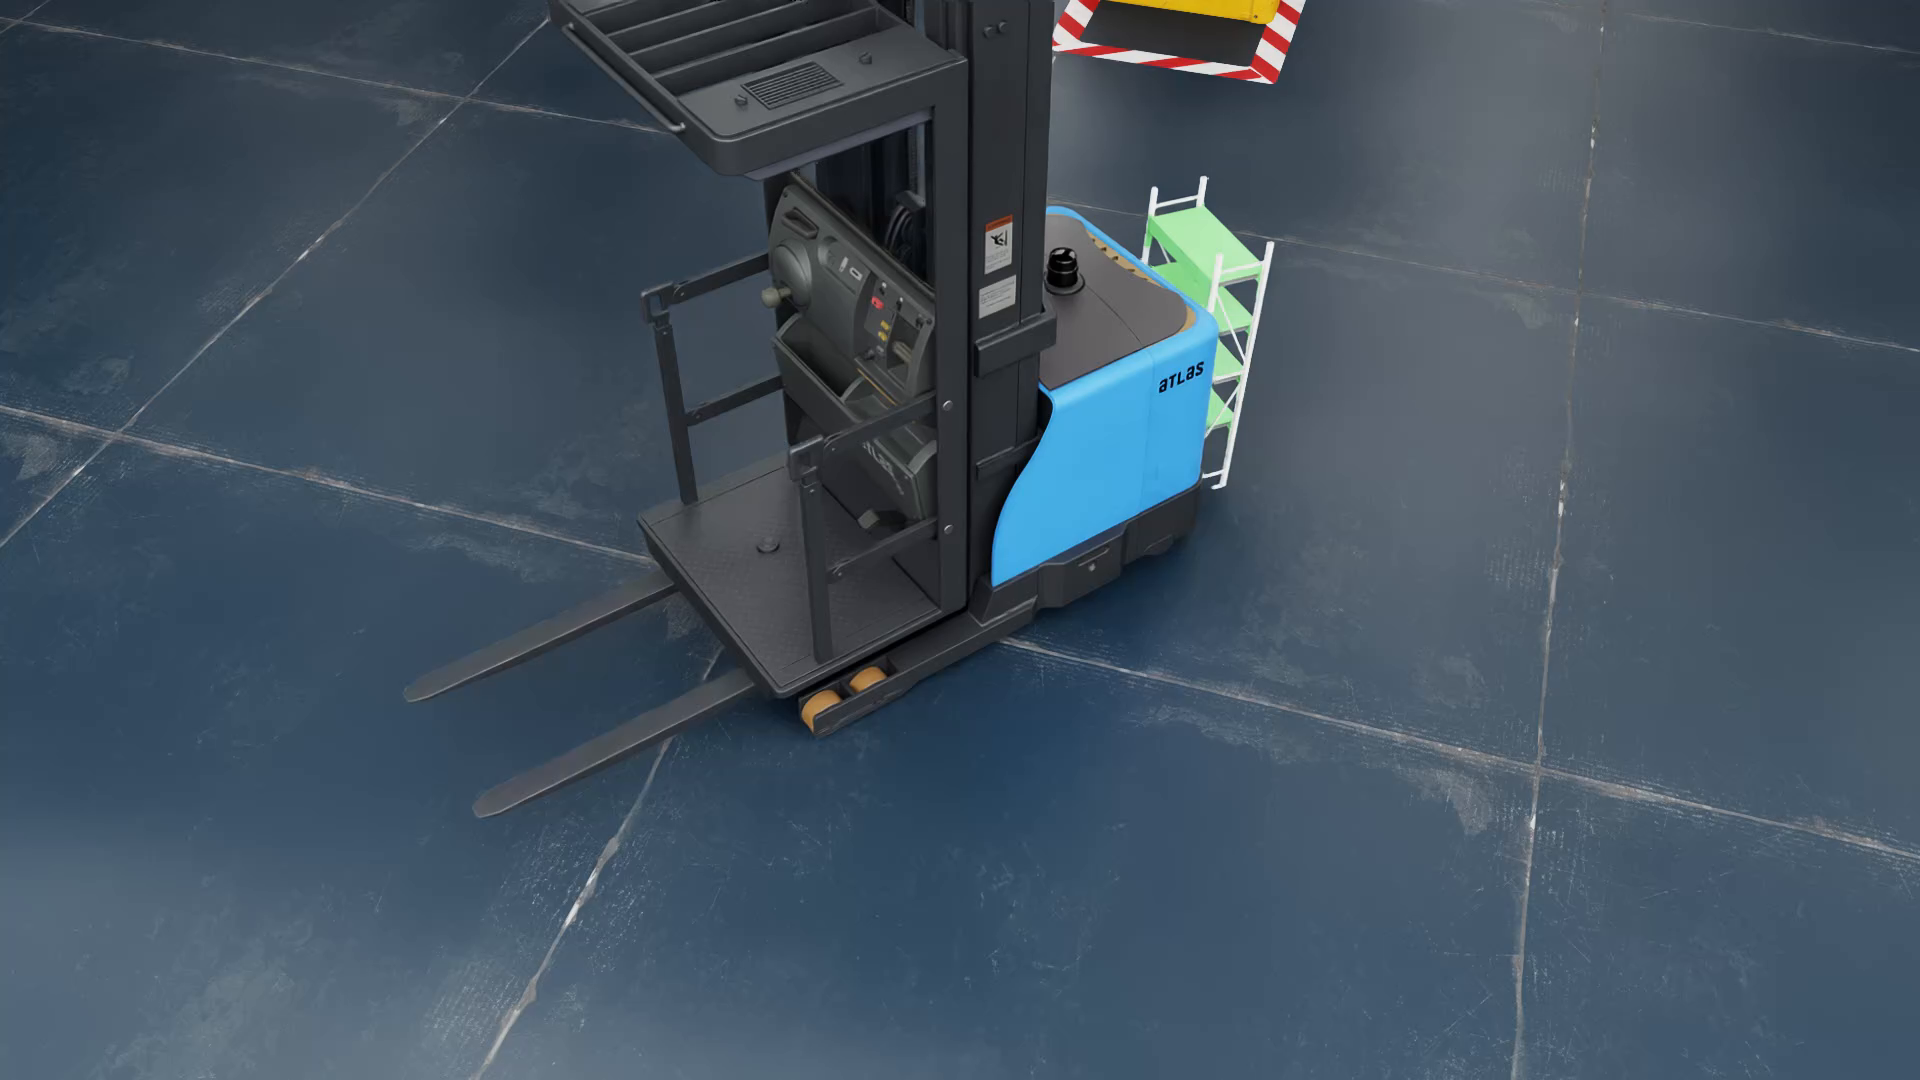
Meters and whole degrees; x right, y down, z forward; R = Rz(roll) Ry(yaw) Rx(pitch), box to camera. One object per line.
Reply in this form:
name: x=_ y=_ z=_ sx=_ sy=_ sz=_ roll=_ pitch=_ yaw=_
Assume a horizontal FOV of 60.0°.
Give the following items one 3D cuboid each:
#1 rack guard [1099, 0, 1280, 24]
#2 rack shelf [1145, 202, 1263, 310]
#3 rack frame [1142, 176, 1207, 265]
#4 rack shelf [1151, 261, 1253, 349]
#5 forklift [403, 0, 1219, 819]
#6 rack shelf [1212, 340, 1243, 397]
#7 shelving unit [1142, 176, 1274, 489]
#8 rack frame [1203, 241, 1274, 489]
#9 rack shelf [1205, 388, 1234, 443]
rack guard: x=1.341 y=-3.473 z=9.942 sx=1.175 sy=0.500 sz=0.348 roll=13 pitch=46 yaw=13
rack shelf: x=0.944 y=-1.094 z=6.408 sx=0.258 sy=0.148 sz=0.480 roll=-16 pitch=46 yaw=-19
rack frame: x=0.826 y=-0.948 z=6.852 sx=0.240 sy=1.200 sz=0.015 roll=-16 pitch=46 yaw=-19
rack shelf: x=0.934 y=-0.920 z=6.573 sx=0.258 sy=0.148 sz=0.480 roll=-16 pitch=46 yaw=-19
forklift: x=-0.540 y=-0.764 z=5.435 sx=3.031 sy=2.935 sz=1.130 roll=-26 pitch=50 yaw=-24
rack shelf: x=0.924 y=-0.746 z=6.737 sx=0.258 sy=0.148 sz=0.480 roll=-16 pitch=46 yaw=-19
shelving unit: x=0.927 y=-0.792 z=6.693 sx=0.258 sy=1.200 sz=0.503 roll=-16 pitch=46 yaw=-19
rack frame: x=1.027 y=-0.637 z=6.534 sx=0.240 sy=1.200 sz=0.015 roll=-16 pitch=46 yaw=-19
rack shelf: x=0.914 y=-0.571 z=6.902 sx=0.258 sy=0.148 sz=0.480 roll=-16 pitch=46 yaw=-19
